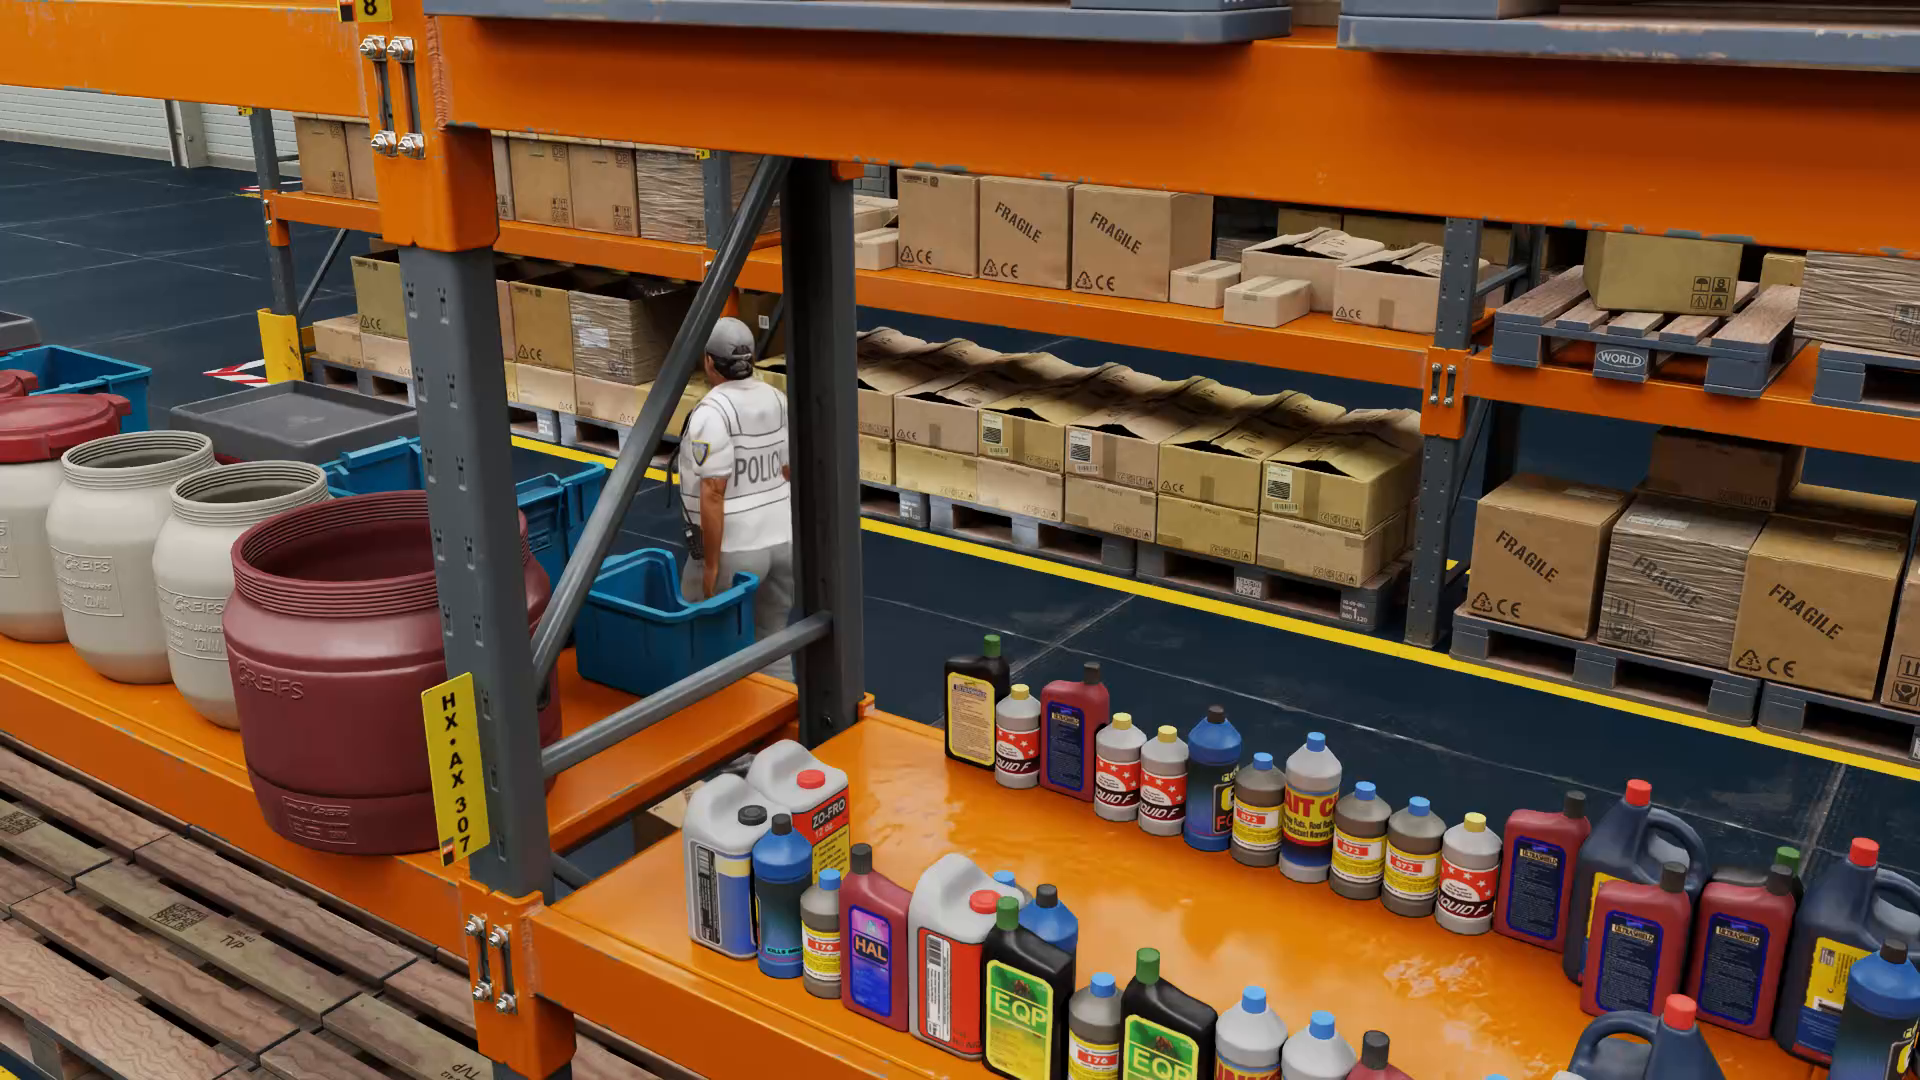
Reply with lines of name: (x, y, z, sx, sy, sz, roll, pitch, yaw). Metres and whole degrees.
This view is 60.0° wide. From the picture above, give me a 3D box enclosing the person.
person: (-0.768, 0.044, 5.941, 0.531, 1.658, 0.550, 14, 24, 34)
